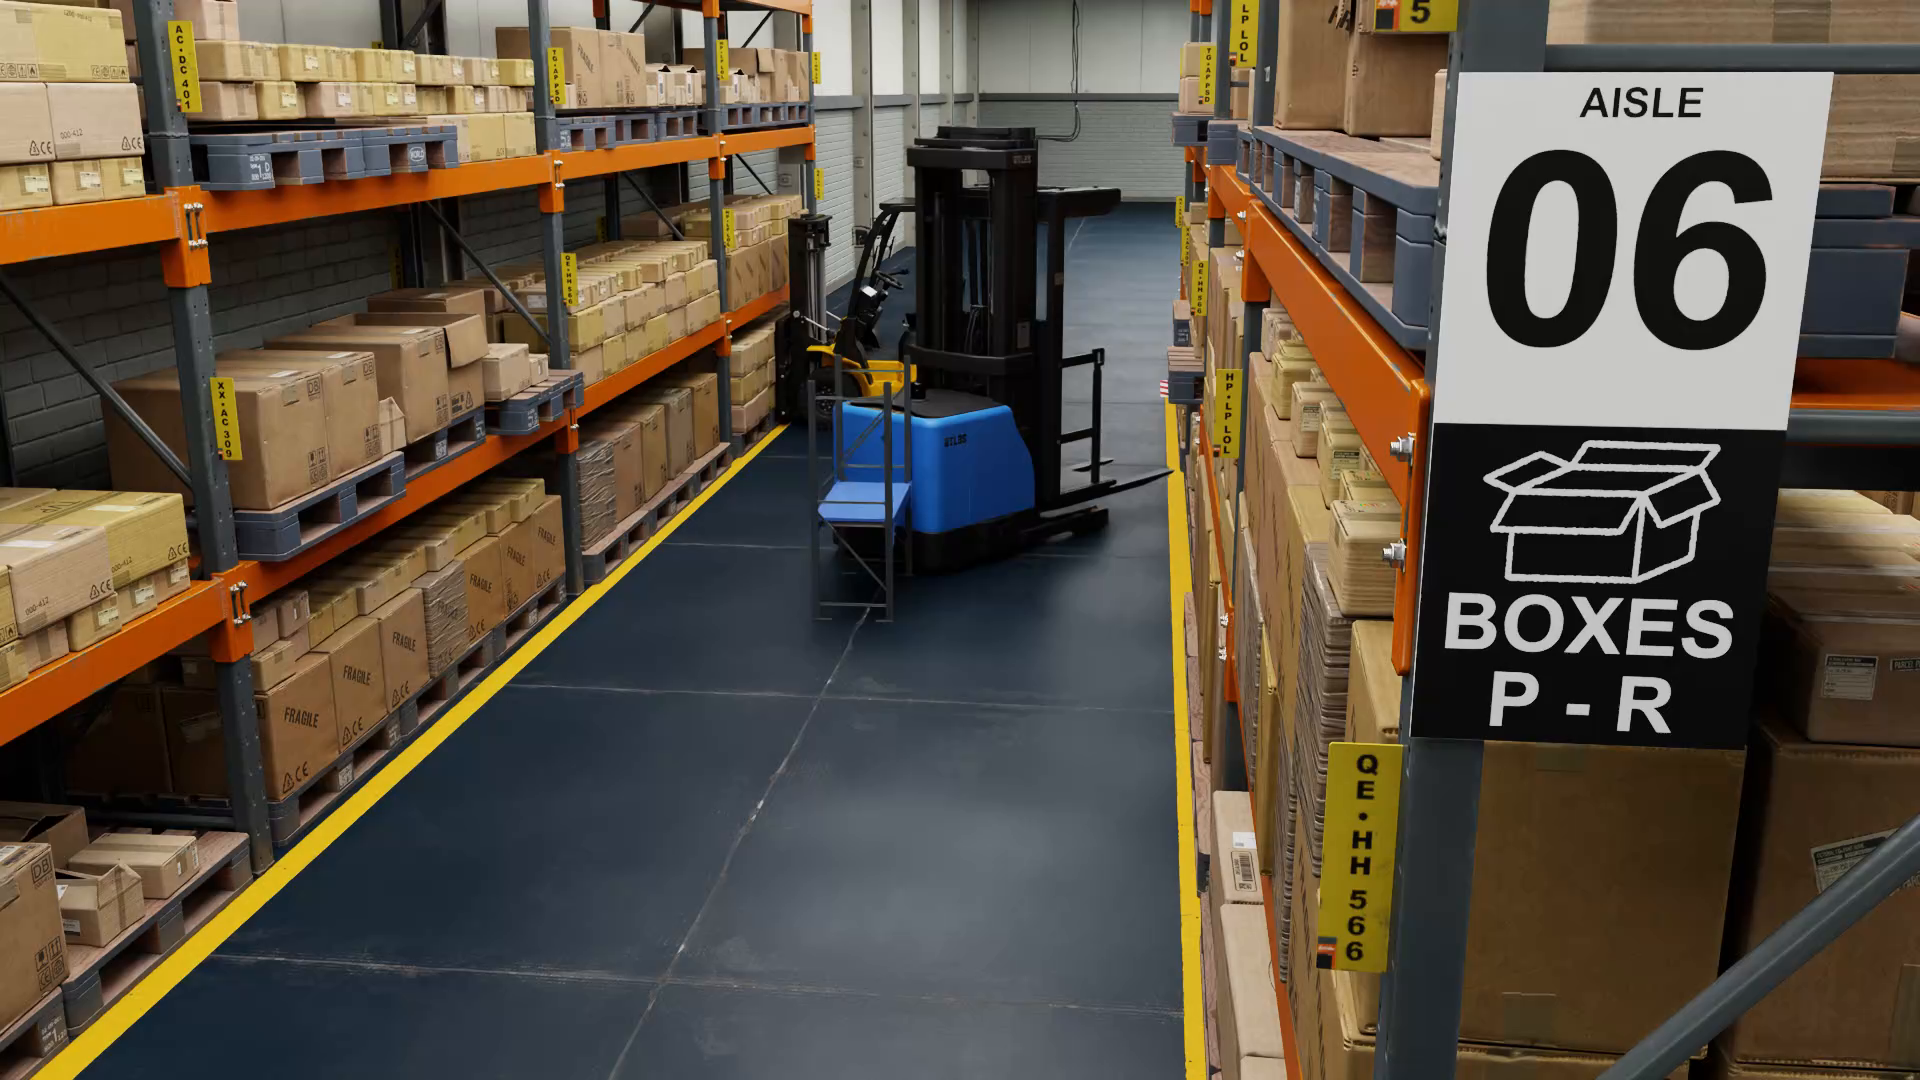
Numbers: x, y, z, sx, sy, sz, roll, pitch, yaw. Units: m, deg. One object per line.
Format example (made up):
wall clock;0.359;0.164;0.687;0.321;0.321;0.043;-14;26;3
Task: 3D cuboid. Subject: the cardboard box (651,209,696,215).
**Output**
cardboard box;-2.676;-3.007;15.533;0.380;0.149;0.250;1;15;5

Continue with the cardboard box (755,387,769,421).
cardboard box;-2.087;-1.267;15.566;0.500;0.250;0.500;1;15;5

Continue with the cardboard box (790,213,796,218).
cardboard box;-1.912;-3.312;17.230;0.380;0.149;0.250;2;15;7

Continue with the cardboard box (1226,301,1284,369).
cardboard box;1.369;-0.713;6.944;0.500;0.500;0.500;2;15;7

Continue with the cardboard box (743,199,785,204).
cardboard box;-1.994;-3.392;16.954;0.380;0.149;0.250;2;15;7

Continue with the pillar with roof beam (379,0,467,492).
pillar with roof beam;0.565;-4.241;10.605;9.100;9.000;0.400;2;15;6

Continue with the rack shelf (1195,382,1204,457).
rack shelf;2.194;-1.133;11.984;1.077;0.370;4.000;2;15;6

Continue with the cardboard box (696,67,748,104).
cardboard box;-2.177;-4.009;14.669;0.500;0.311;0.500;2;15;7

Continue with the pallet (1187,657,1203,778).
pallet;1.664;0.902;8.420;1.003;0.211;1.213;2;15;6

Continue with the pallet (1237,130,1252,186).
pallet;1.571;-1.519;6.653;0.805;0.209;1.217;1;15;4

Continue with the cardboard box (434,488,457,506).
cardboard box;-3.333;-0.290;10.229;0.380;0.149;0.250;2;15;9

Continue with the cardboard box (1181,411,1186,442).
cardboard box;2.219;-1.036;14.709;0.500;0.250;0.500;2;15;9

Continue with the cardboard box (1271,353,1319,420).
cardboard box;1.076;-0.429;4.651;0.380;0.149;0.250;1;15;5

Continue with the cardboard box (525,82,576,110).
cardboard box;-2.623;-2.774;10.381;0.380;0.166;0.250;2;15;6

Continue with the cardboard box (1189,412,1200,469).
cardboard box;2.363;-0.797;13.593;0.950;0.372;0.625;2;15;7

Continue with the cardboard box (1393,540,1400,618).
cardboard box;0.912;0.104;2.682;0.380;0.149;0.250;2;15;7

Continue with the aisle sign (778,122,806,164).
aisle sign;-1.762;-4.445;17.874;0.394;0.787;0.004;2;15;6

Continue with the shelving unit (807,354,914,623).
shelving unit;-0.617;-0.356;10.604;0.538;1.500;1.048;1;15;5

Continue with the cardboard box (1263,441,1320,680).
cardboard box;1.031;0.055;4.103;0.500;0.500;0.500;2;15;6

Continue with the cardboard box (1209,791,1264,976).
cardboard box;1.339;1.270;5.824;0.875;0.438;0.875;1;15;5

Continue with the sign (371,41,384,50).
sign;-3.515;-2.861;10.107;0.100;0.325;0.005;2;15;6

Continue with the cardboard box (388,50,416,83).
cardboard box;-2.831;-2.256;7.929;0.380;0.149;0.250;2;15;7

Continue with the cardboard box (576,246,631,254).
cardboard box;-2.877;-2.288;13.443;0.380;0.149;0.250;2;15;6

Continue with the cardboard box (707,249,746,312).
cardboard box;-2.203;-2.300;14.729;0.500;0.500;0.500;1;15;5

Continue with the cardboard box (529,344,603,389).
cardboard box;-2.671;-1.142;10.927;0.500;0.250;0.500;2;15;6

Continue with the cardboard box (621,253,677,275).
cardboard box;-2.412;-2.143;12.906;0.380;0.149;0.250;1;15;5

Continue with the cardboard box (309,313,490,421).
cardboard box;-2.965;-0.931;8.854;0.797;0.503;0.637;1;15;5

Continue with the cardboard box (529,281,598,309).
cardboard box;-2.607;-1.611;10.941;0.380;0.149;0.250;2;15;7

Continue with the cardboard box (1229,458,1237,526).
cardboard box;1.325;-0.215;6.538;0.500;0.250;0.500;2;15;6

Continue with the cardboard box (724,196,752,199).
cardboard box;-2.404;-3.539;17.498;0.380;0.149;0.250;2;15;8

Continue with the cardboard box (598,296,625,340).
cardboard box;-2.614;-1.513;11.342;0.500;0.250;0.500;2;15;8

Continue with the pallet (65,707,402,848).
pallet;-3.361;1.065;7.820;1.003;0.211;1.213;2;15;6

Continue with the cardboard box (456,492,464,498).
cardboard box;-3.290;-0.002;10.406;0.500;0.500;0.500;2;15;8

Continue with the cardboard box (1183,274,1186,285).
cardboard box;2.428;-2.636;16.647;0.380;0.149;0.250;2;15;7

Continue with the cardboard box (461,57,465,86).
cardboard box;-2.894;-2.520;8.943;0.380;0.149;0.250;1;15;5

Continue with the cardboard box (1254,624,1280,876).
cardboard box;1.022;0.534;4.247;0.500;0.500;0.500;2;15;8

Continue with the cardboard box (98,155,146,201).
cardboard box;-3.163;-1.294;5.936;0.380;0.149;0.250;2;15;6

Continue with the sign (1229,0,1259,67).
sign;0.977;-1.787;5.684;0.100;0.325;0.005;2;15;6

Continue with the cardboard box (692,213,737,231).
cardboard box;-2.223;-2.860;14.988;0.380;0.149;0.250;1;15;5

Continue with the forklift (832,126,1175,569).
forklift;0.462;-1.530;12.205;1.130;2.935;3.031;13;20;41

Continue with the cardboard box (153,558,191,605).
cardboard box;-3.201;0.142;6.371;0.380;0.149;0.250;2;15;7

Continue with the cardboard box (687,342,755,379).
cardboard box;-2.147;-1.618;14.949;0.500;0.250;0.500;1;15;5

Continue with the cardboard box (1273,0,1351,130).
cardboard box;1.242;-1.525;5.121;0.500;0.500;0.500;2;15;7

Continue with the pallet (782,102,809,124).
pallet;-2.167;-4.404;17.126;1.003;0.211;1.213;2;15;6

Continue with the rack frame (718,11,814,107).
rack frame;-2.062;-6.078;17.399;1.000;3.000;0.127;2;15;6

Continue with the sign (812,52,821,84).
sign;-1.524;-4.999;17.613;0.100;0.325;0.005;2;15;6

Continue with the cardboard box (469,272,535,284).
cardboard box;-3.162;-1.761;11.493;0.380;0.149;0.250;1;15;5

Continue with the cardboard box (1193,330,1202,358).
cardboard box;1.714;-1.273;10.801;0.380;0.149;0.250;2;15;6

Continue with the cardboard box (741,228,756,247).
cardboard box;-2.085;-2.778;15.255;0.380;0.149;0.250;2;15;7

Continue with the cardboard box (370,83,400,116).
cardboard box;-2.836;-2.043;7.711;0.380;0.149;0.250;2;15;8

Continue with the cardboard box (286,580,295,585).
cardboard box;-3.530;0.249;8.237;0.380;0.149;0.250;2;15;8

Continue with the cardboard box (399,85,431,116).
cardboard box;-2.936;-2.243;8.487;0.380;0.149;0.250;2;15;8

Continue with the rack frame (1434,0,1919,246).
rack frame;1.065;-1.783;1.515;1.000;3.000;0.127;2;15;6

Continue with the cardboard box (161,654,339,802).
cardboard box;-3.137;0.816;7.383;0.500;0.500;0.500;2;15;9

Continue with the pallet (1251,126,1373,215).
pallet;1.414;-1.117;4.971;1.003;0.211;1.213;2;15;6

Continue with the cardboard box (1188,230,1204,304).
cardboard box;1.956;-2.023;12.330;0.500;0.500;0.500;2;15;6

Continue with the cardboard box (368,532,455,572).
cardboard box;-2.946;0.063;8.925;0.380;0.149;0.250;1;15;4

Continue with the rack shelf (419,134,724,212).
rack shelf;-2.739;-2.726;12.129;1.077;0.370;4.000;2;15;6
